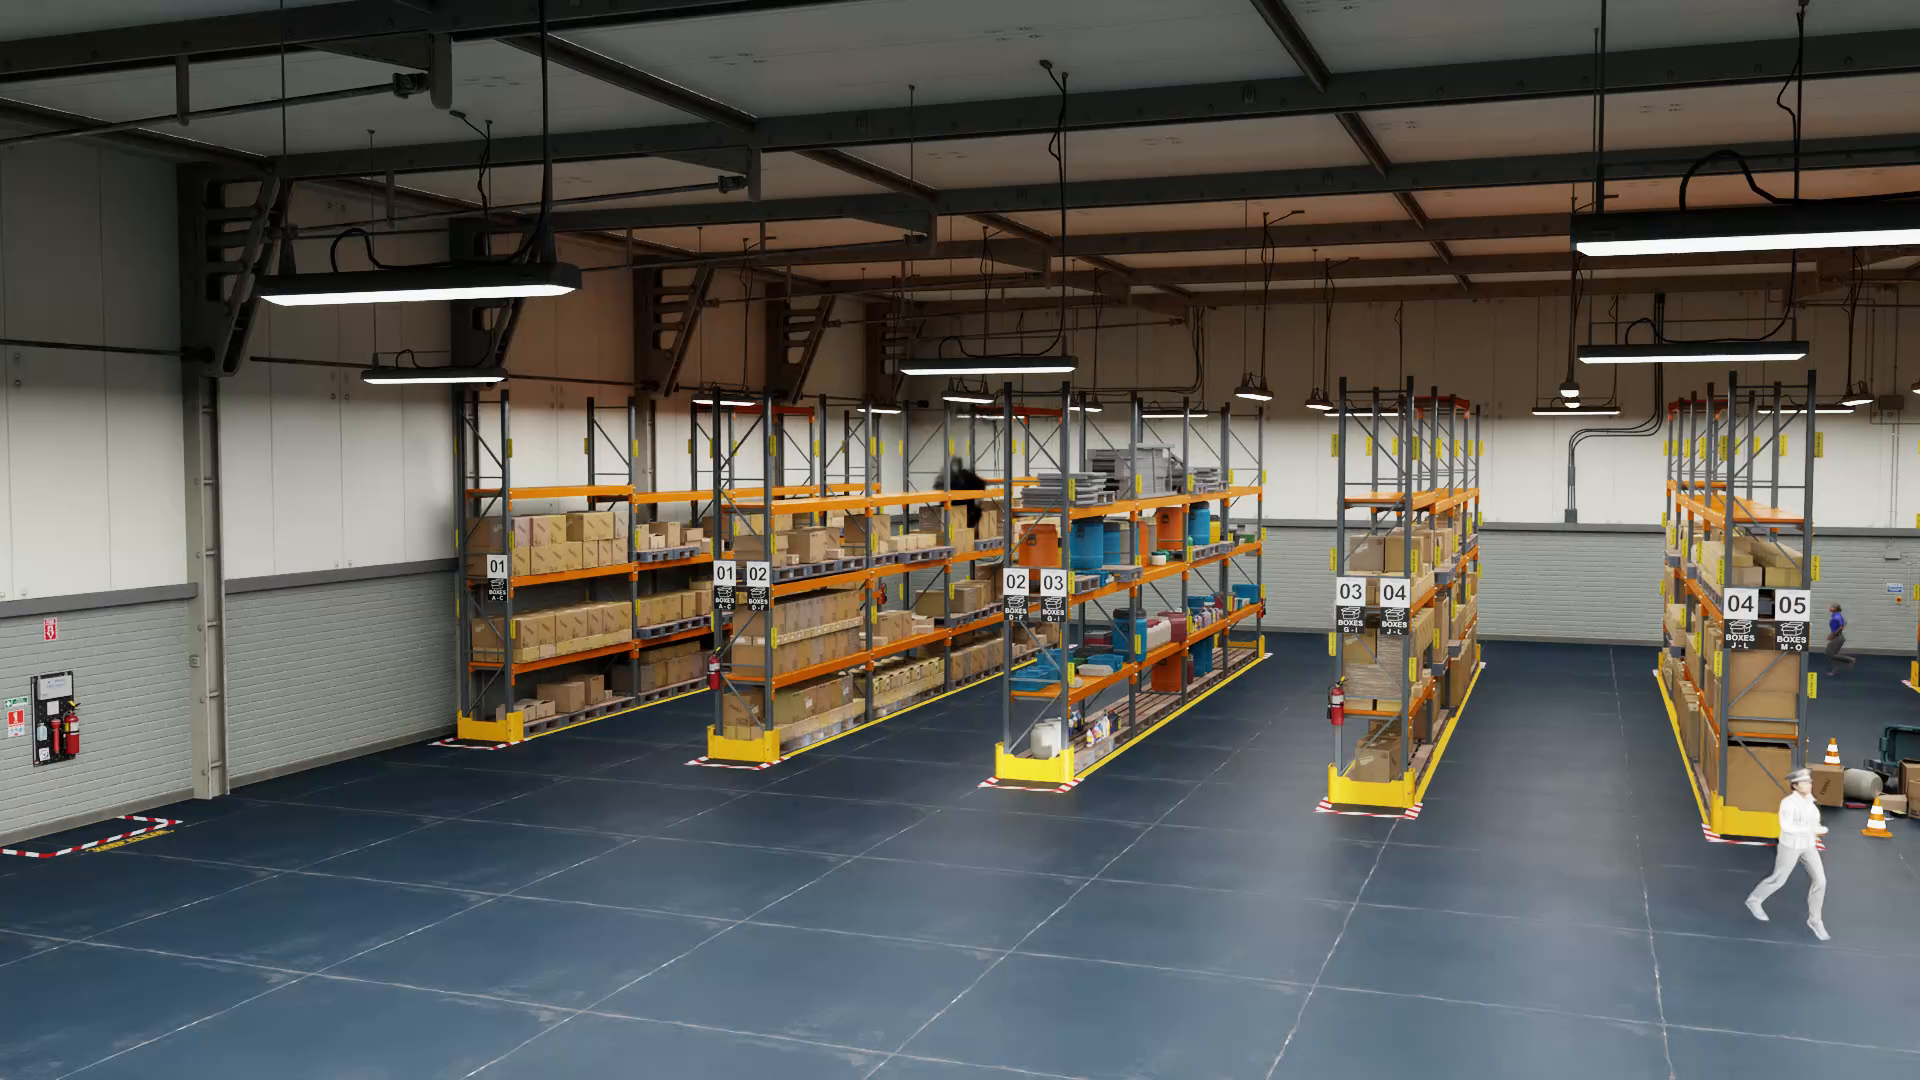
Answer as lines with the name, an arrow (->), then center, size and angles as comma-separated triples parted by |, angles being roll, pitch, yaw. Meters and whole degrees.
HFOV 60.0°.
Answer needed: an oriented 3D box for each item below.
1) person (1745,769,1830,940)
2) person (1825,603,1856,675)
person -> 8.643, 3.209, 17.251 | 0.625, 1.748, 0.880 | -1, 3, -23
person -> 19.424, 2.193, 36.700 | 0.557, 1.612, 0.555 | 2, 4, 26
